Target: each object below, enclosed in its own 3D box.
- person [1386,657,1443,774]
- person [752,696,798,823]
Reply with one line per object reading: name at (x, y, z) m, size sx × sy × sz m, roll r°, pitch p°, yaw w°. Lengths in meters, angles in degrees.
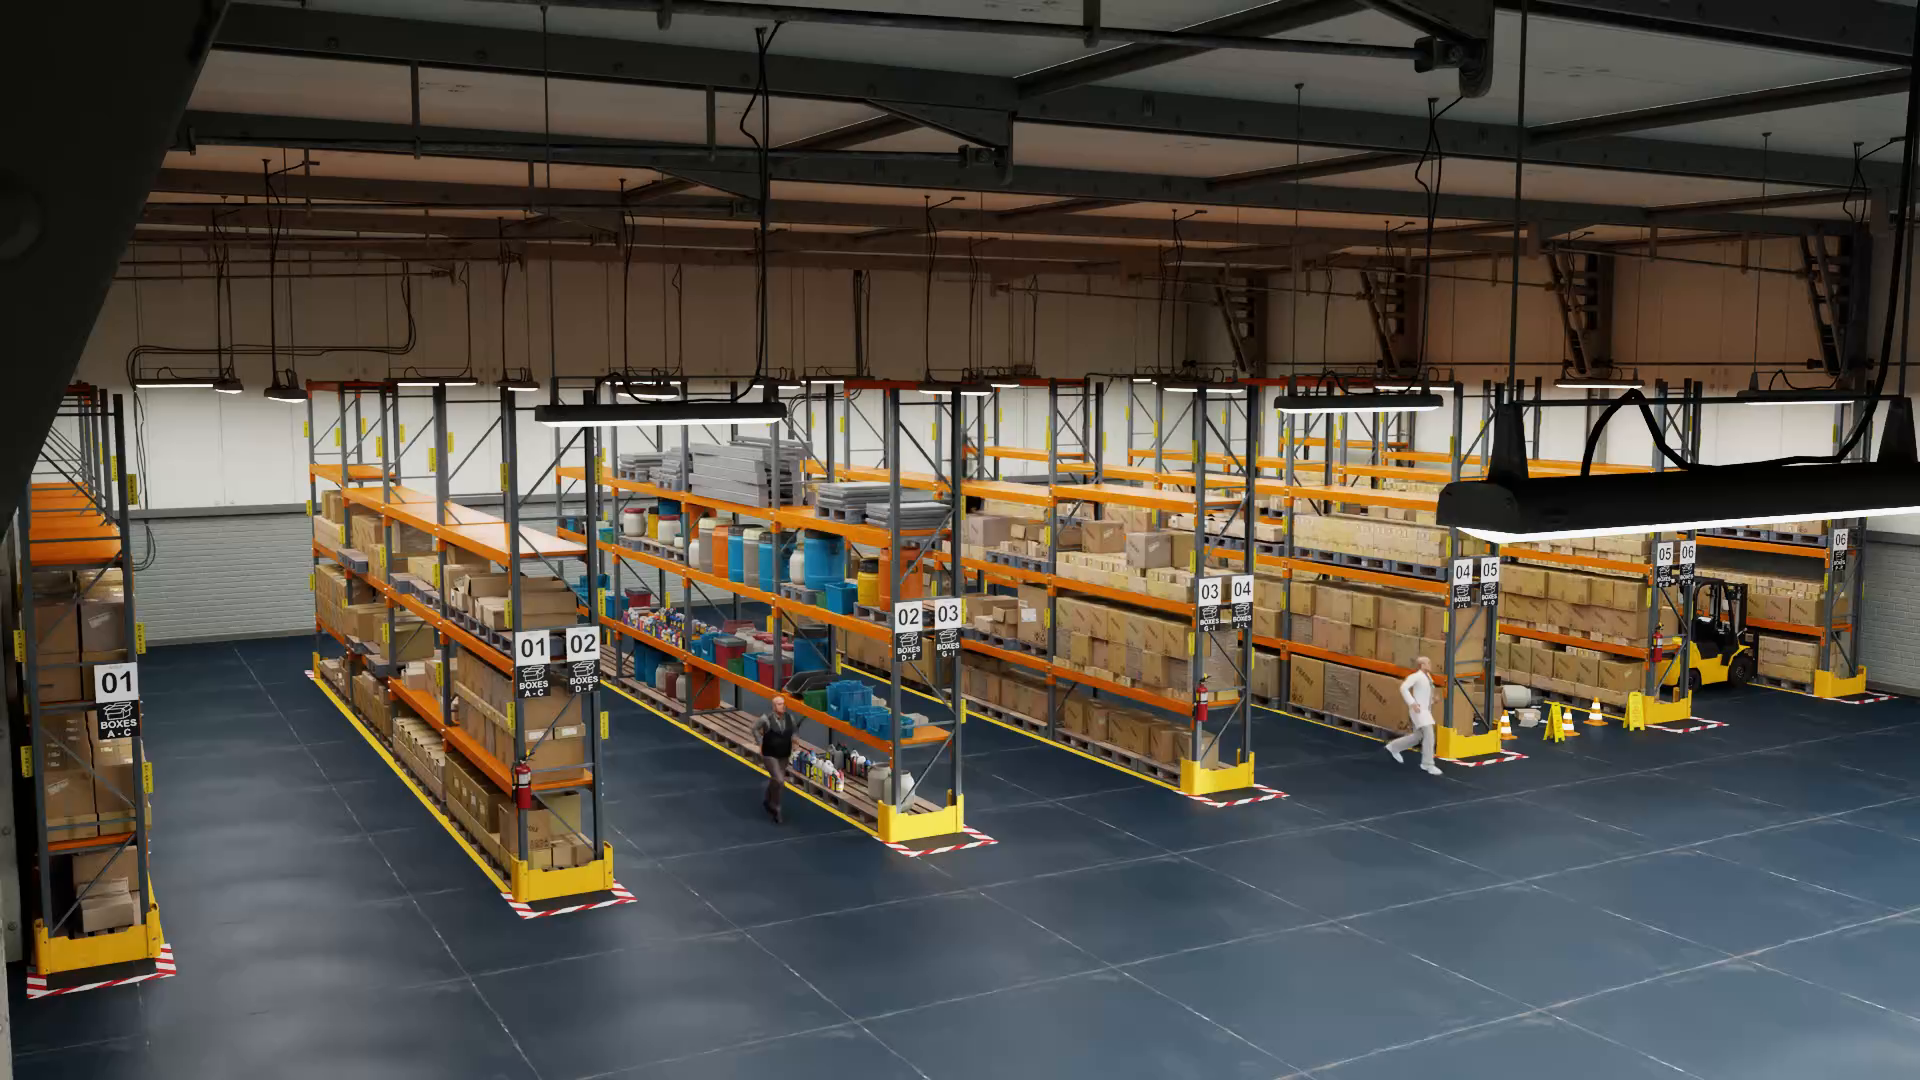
person at (7.177, 2.713, 26.040) m, size 0.959 × 1.784 × 0.750 m, roll 4°, pitch 7°, yaw 33°
person at (-2.540, 3.035, 23.142) m, size 0.574 × 1.760 × 0.847 m, roll -5°, pitch 8°, yaw -39°
